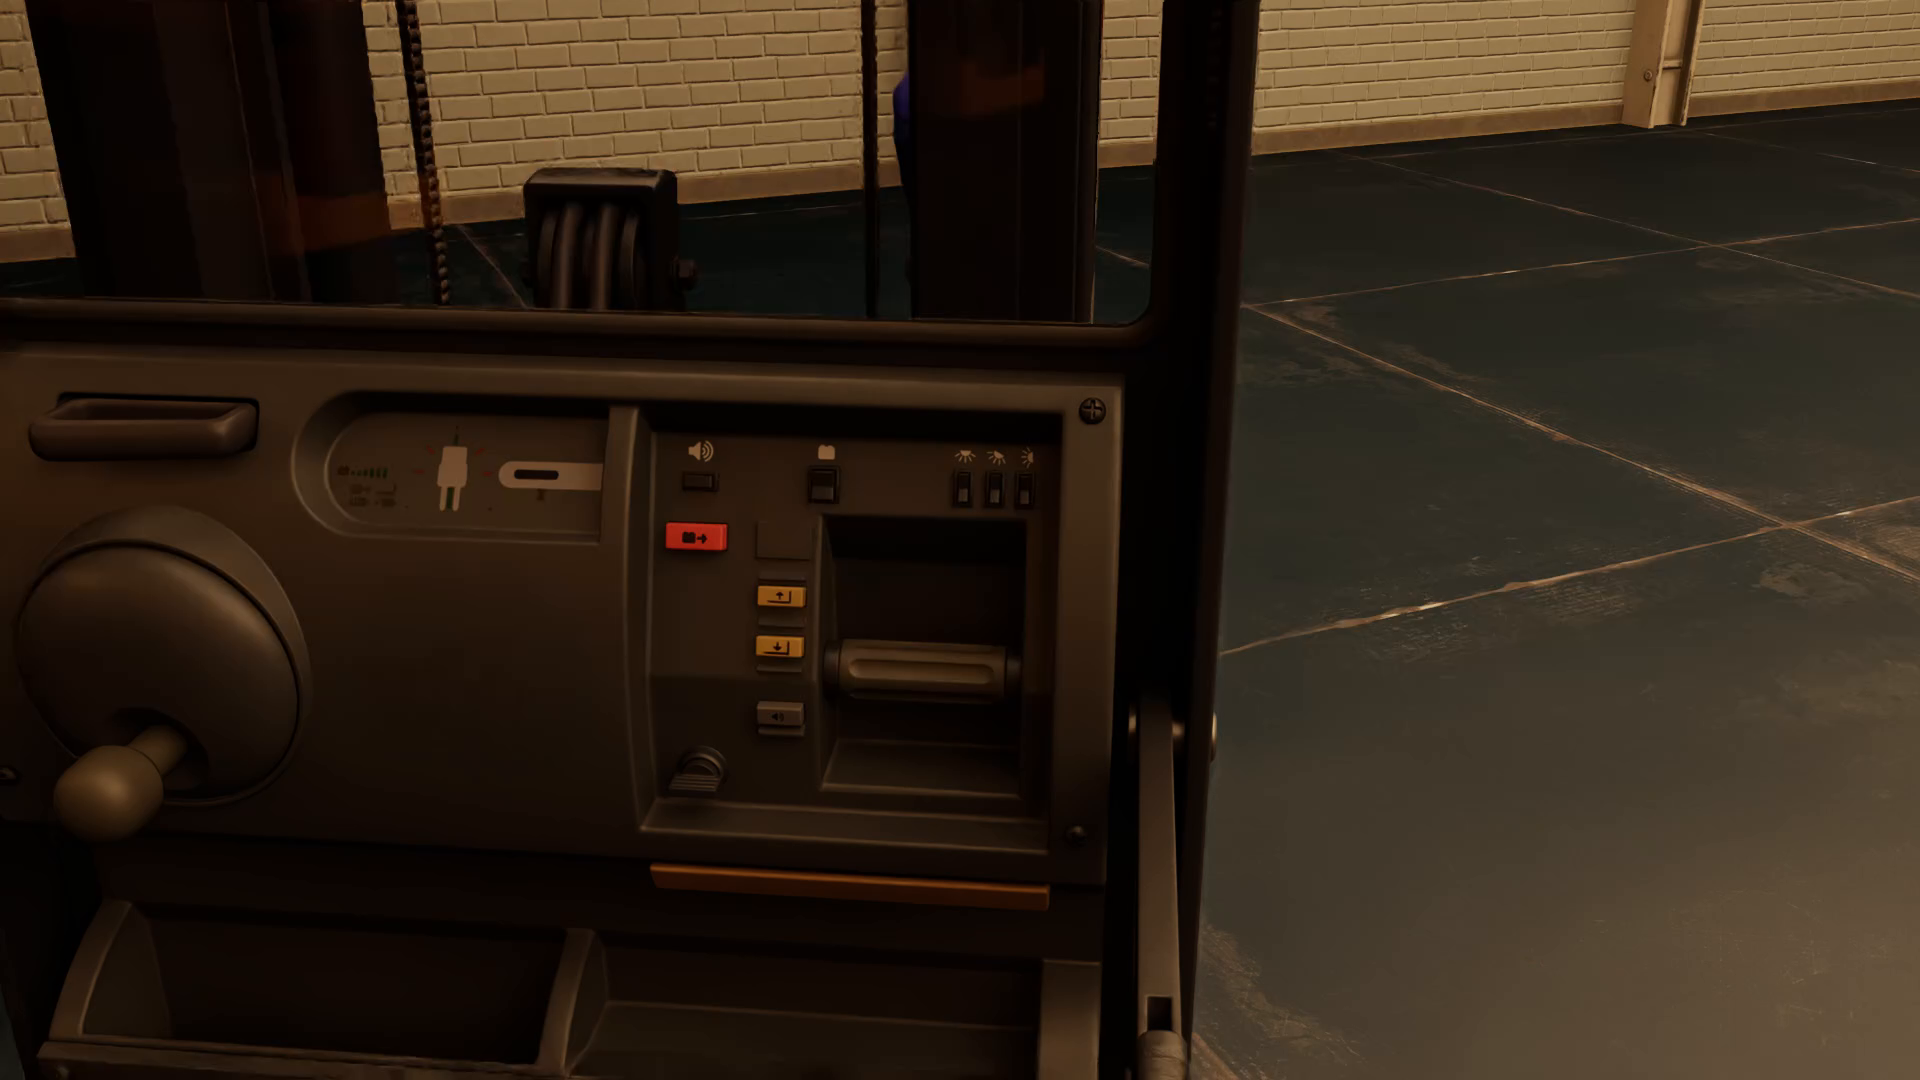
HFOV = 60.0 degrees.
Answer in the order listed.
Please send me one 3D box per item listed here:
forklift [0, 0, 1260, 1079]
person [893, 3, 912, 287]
[{"bbox_3d":[-0.362,0.075,1.106,1.130,2.935,3.031,2,23,5],"label":"forklift"},{"bbox_3d":[0.088,-0.778,4.804,0.504,1.654,0.569,-10,25,-23],"label":"person"}]
